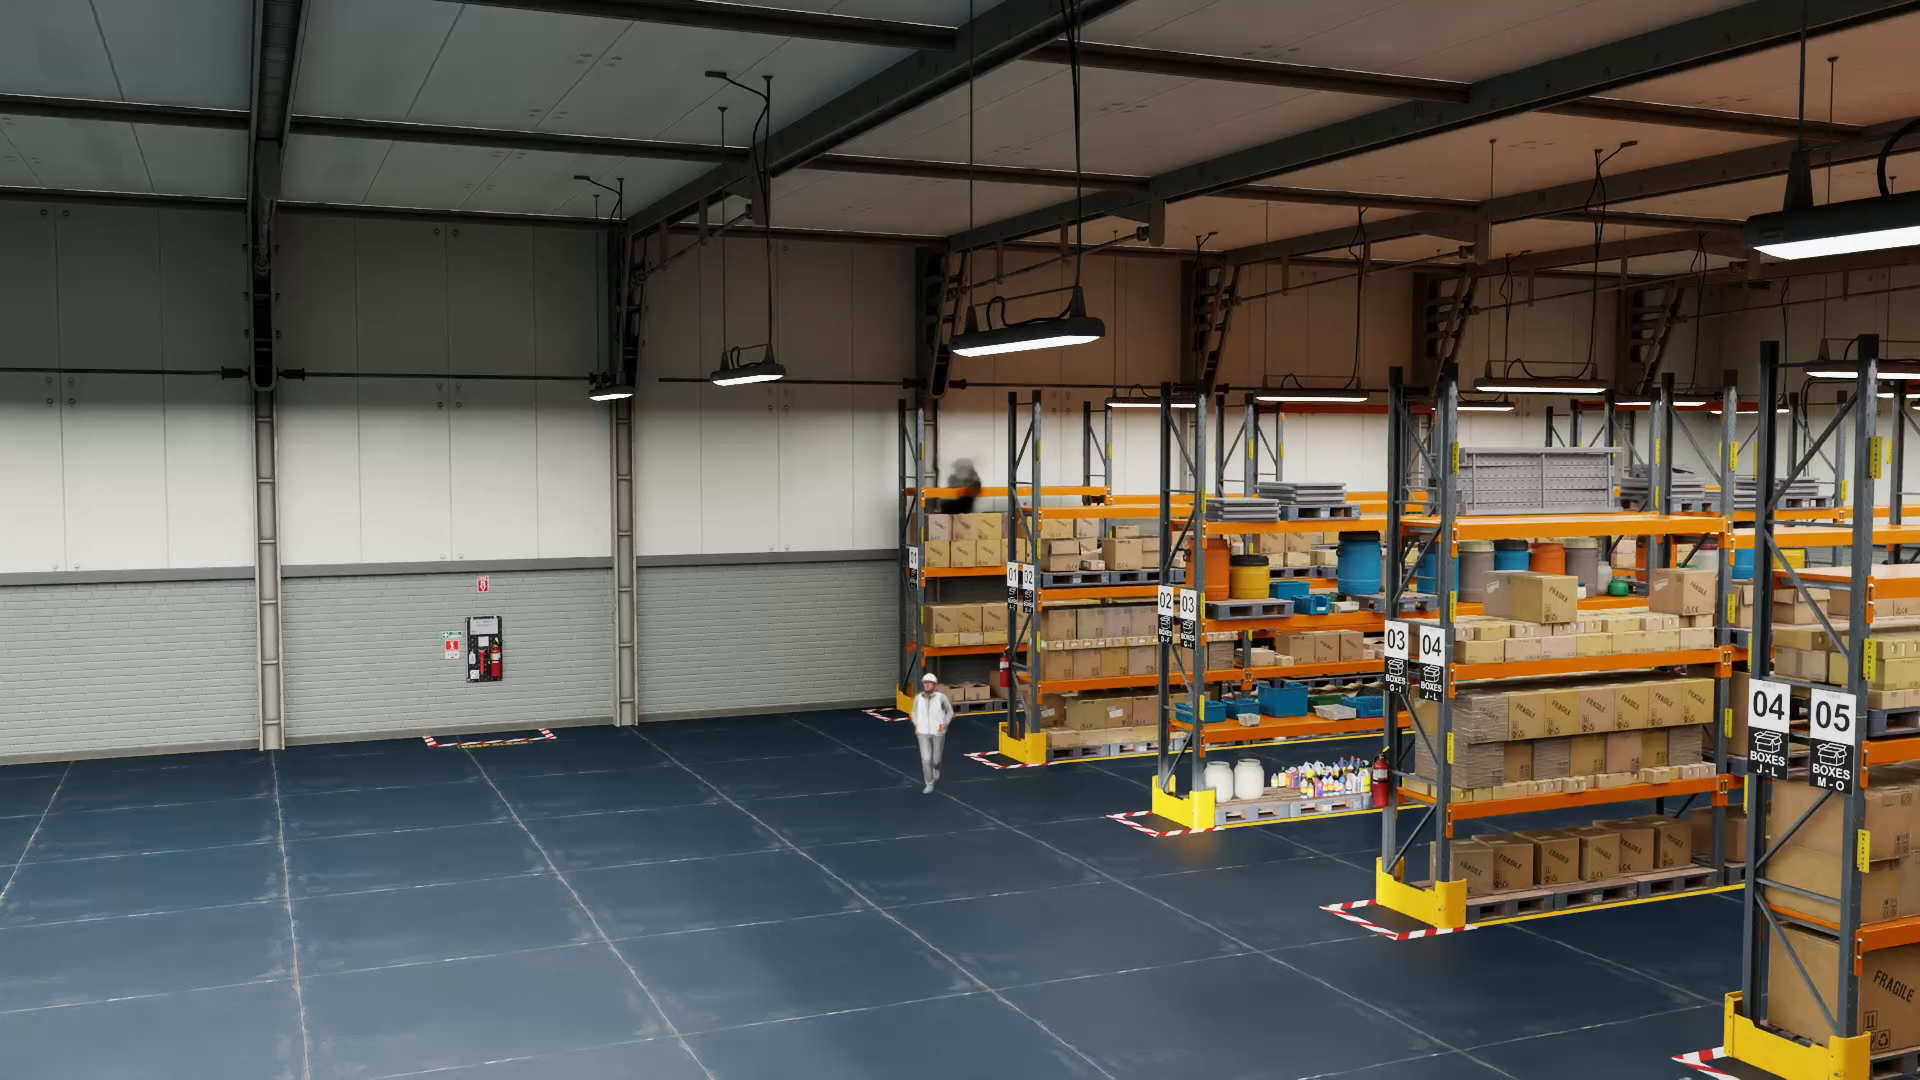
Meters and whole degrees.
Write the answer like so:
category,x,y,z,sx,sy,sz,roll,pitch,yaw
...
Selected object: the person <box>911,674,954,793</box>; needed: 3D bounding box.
category,x,y,z,sx,sy,sz,roll,pitch,yaw
person,-0.421,2.855,24.734,0.660,1.748,0.601,1,3,9
